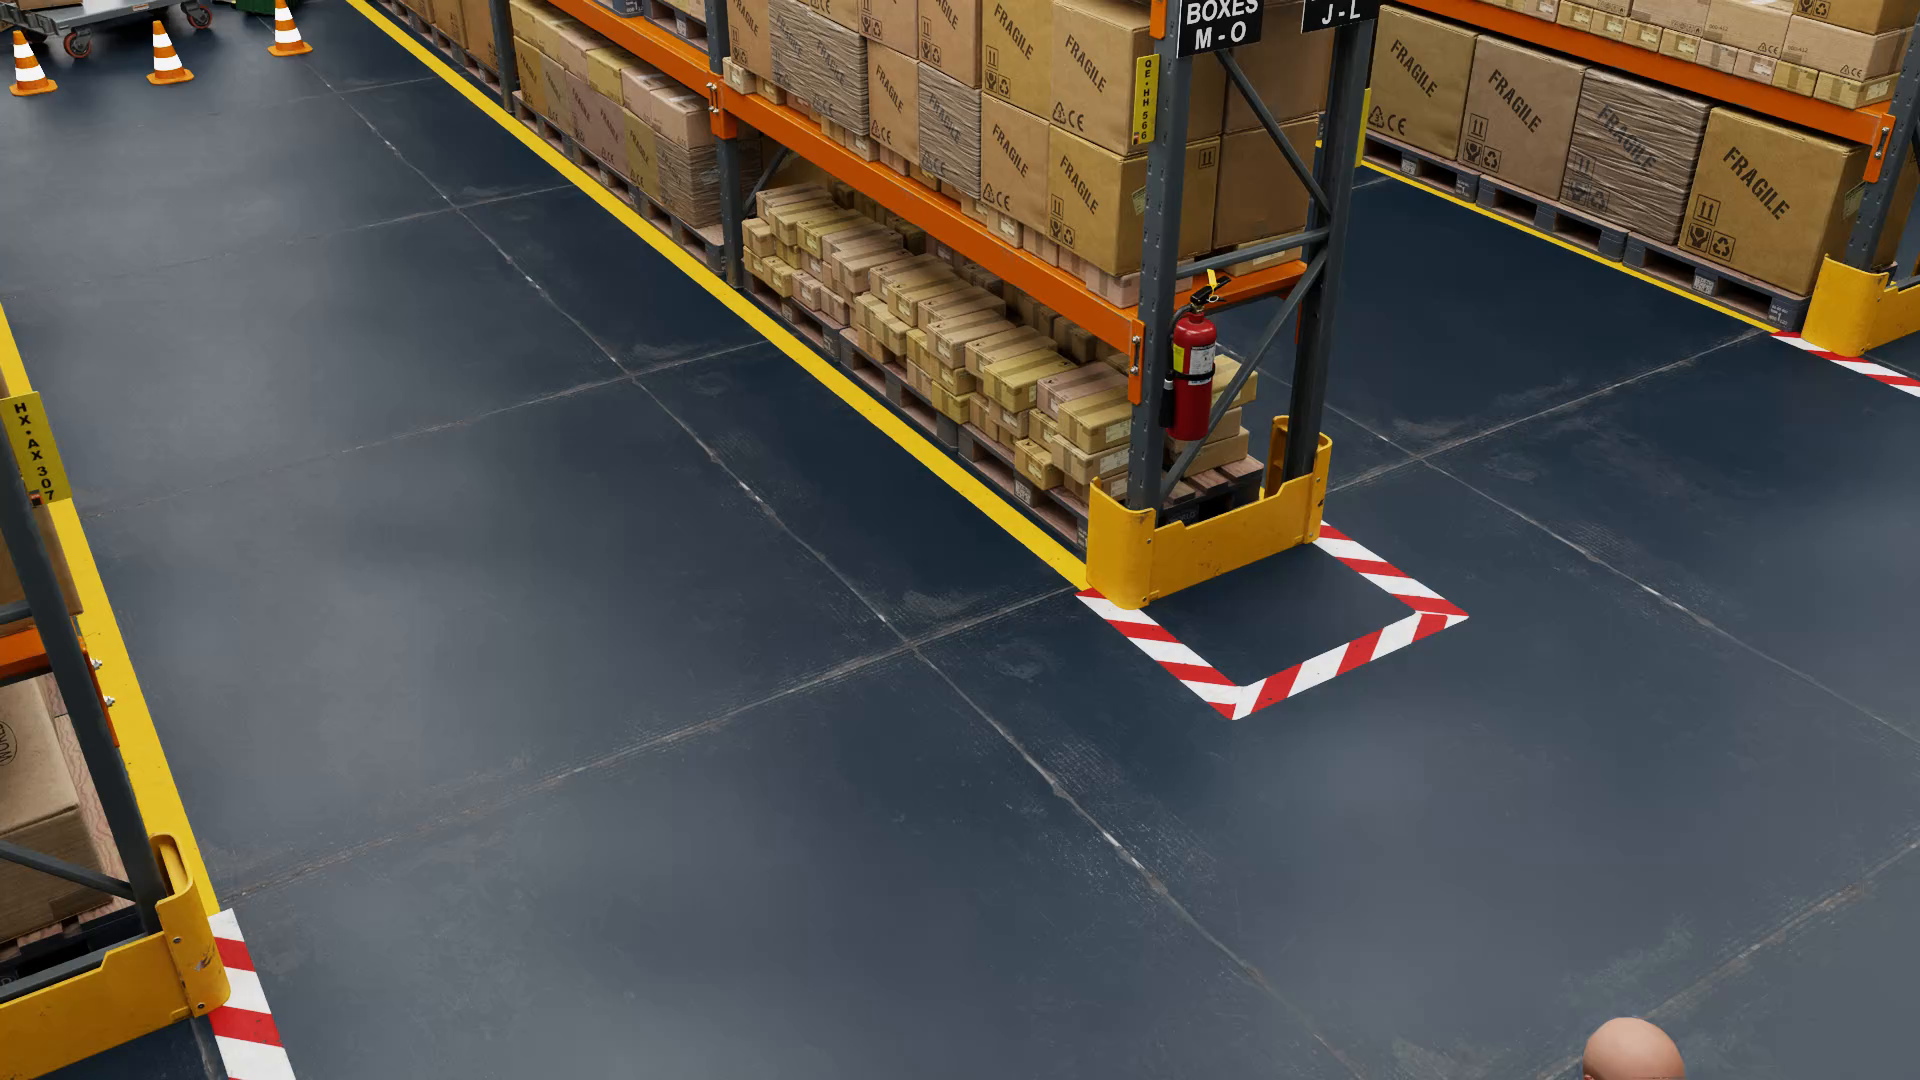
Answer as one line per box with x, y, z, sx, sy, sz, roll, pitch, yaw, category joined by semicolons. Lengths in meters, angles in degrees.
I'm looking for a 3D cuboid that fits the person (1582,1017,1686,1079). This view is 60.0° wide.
1.281;1.702;3.507;0.572;1.775;0.691;-12;34;-18;person
